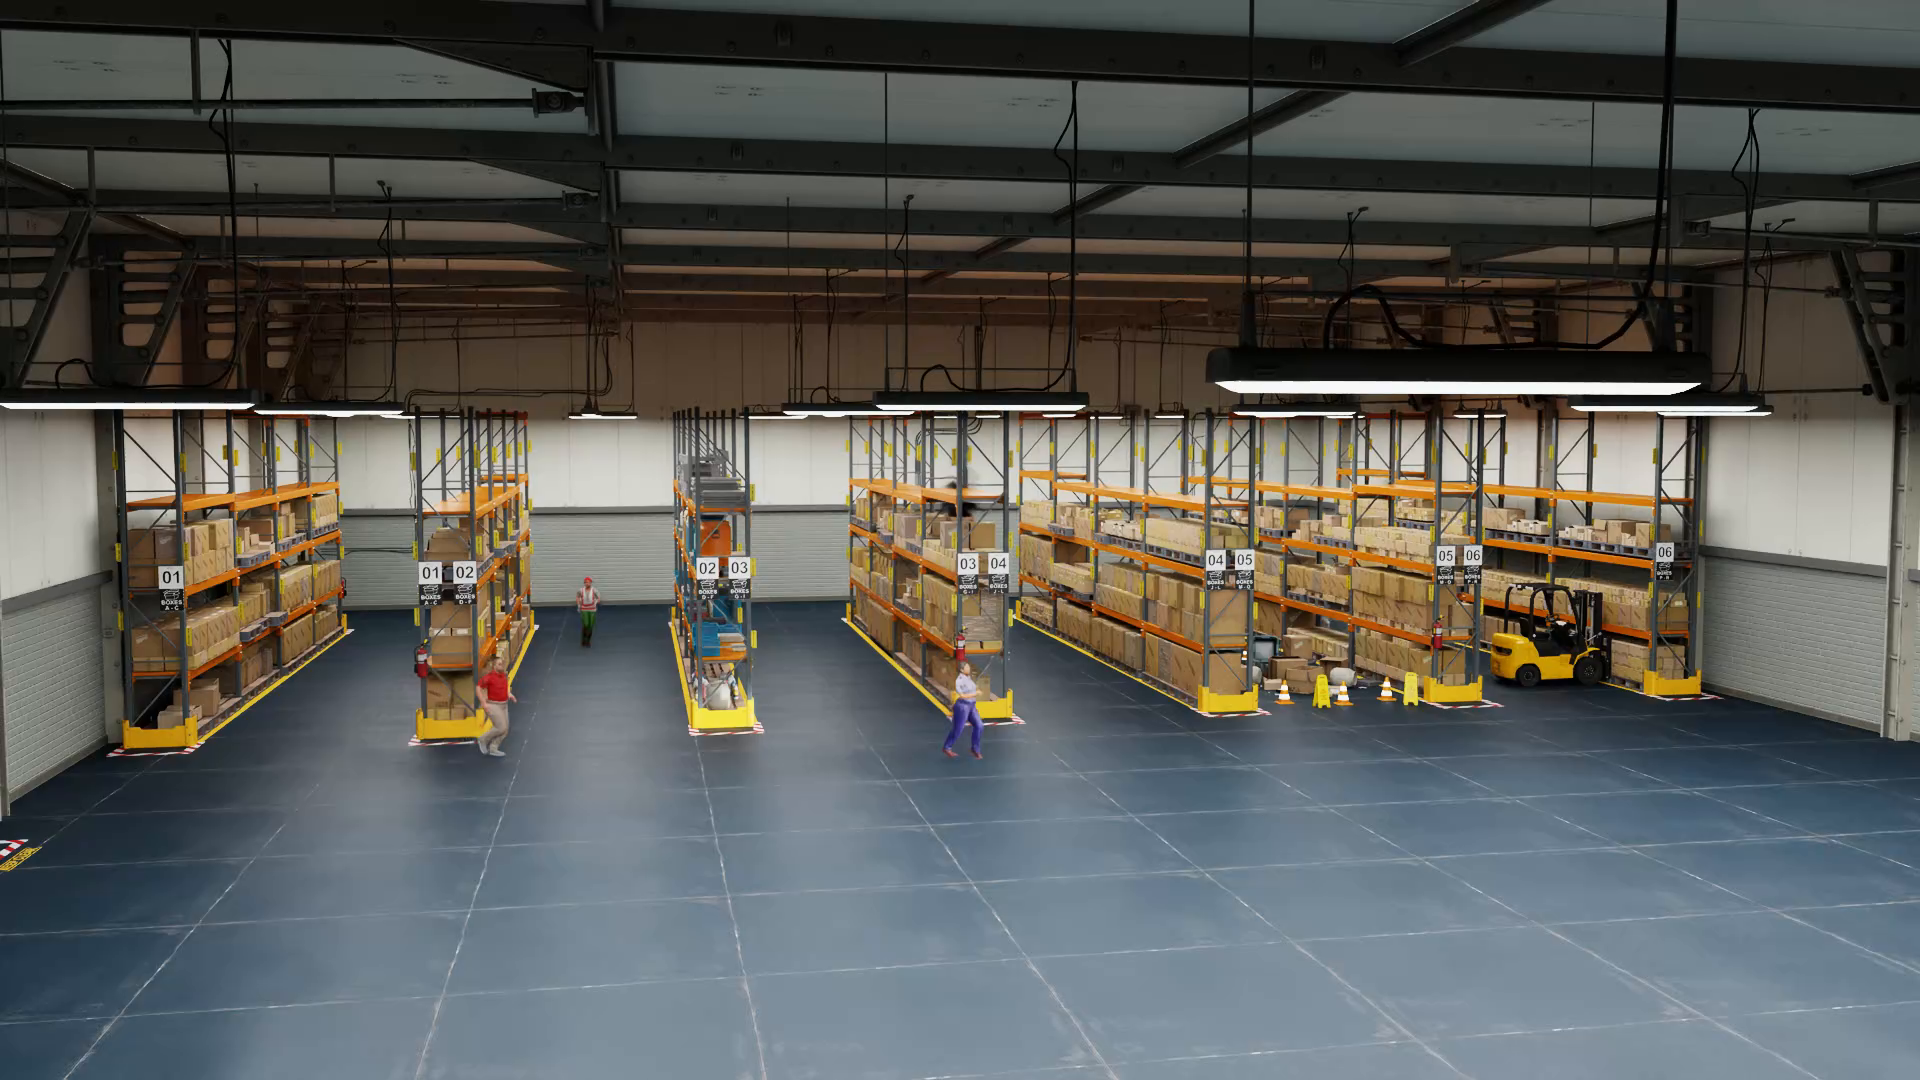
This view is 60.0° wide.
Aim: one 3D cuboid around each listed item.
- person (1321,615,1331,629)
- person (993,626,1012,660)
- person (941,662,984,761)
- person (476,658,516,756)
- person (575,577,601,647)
[{"bbox_3d":[9.827,1.745,44.593,0.565,1.651,0.767,-1,4,-10],"label":"person"},{"bbox_3d":[0.990,2.135,39.130,0.552,1.578,0.851,-1,4,-17],"label":"person"},{"bbox_3d":[0.065,2.905,28.154,0.755,1.712,0.577,2,5,26],"label":"person"},{"bbox_3d":[-7.903,2.868,28.414,0.611,1.680,0.675,1,4,19],"label":"person"},{"bbox_3d":[-9.450,1.829,42.351,0.624,1.774,0.671,-1,4,-17],"label":"person"}]
